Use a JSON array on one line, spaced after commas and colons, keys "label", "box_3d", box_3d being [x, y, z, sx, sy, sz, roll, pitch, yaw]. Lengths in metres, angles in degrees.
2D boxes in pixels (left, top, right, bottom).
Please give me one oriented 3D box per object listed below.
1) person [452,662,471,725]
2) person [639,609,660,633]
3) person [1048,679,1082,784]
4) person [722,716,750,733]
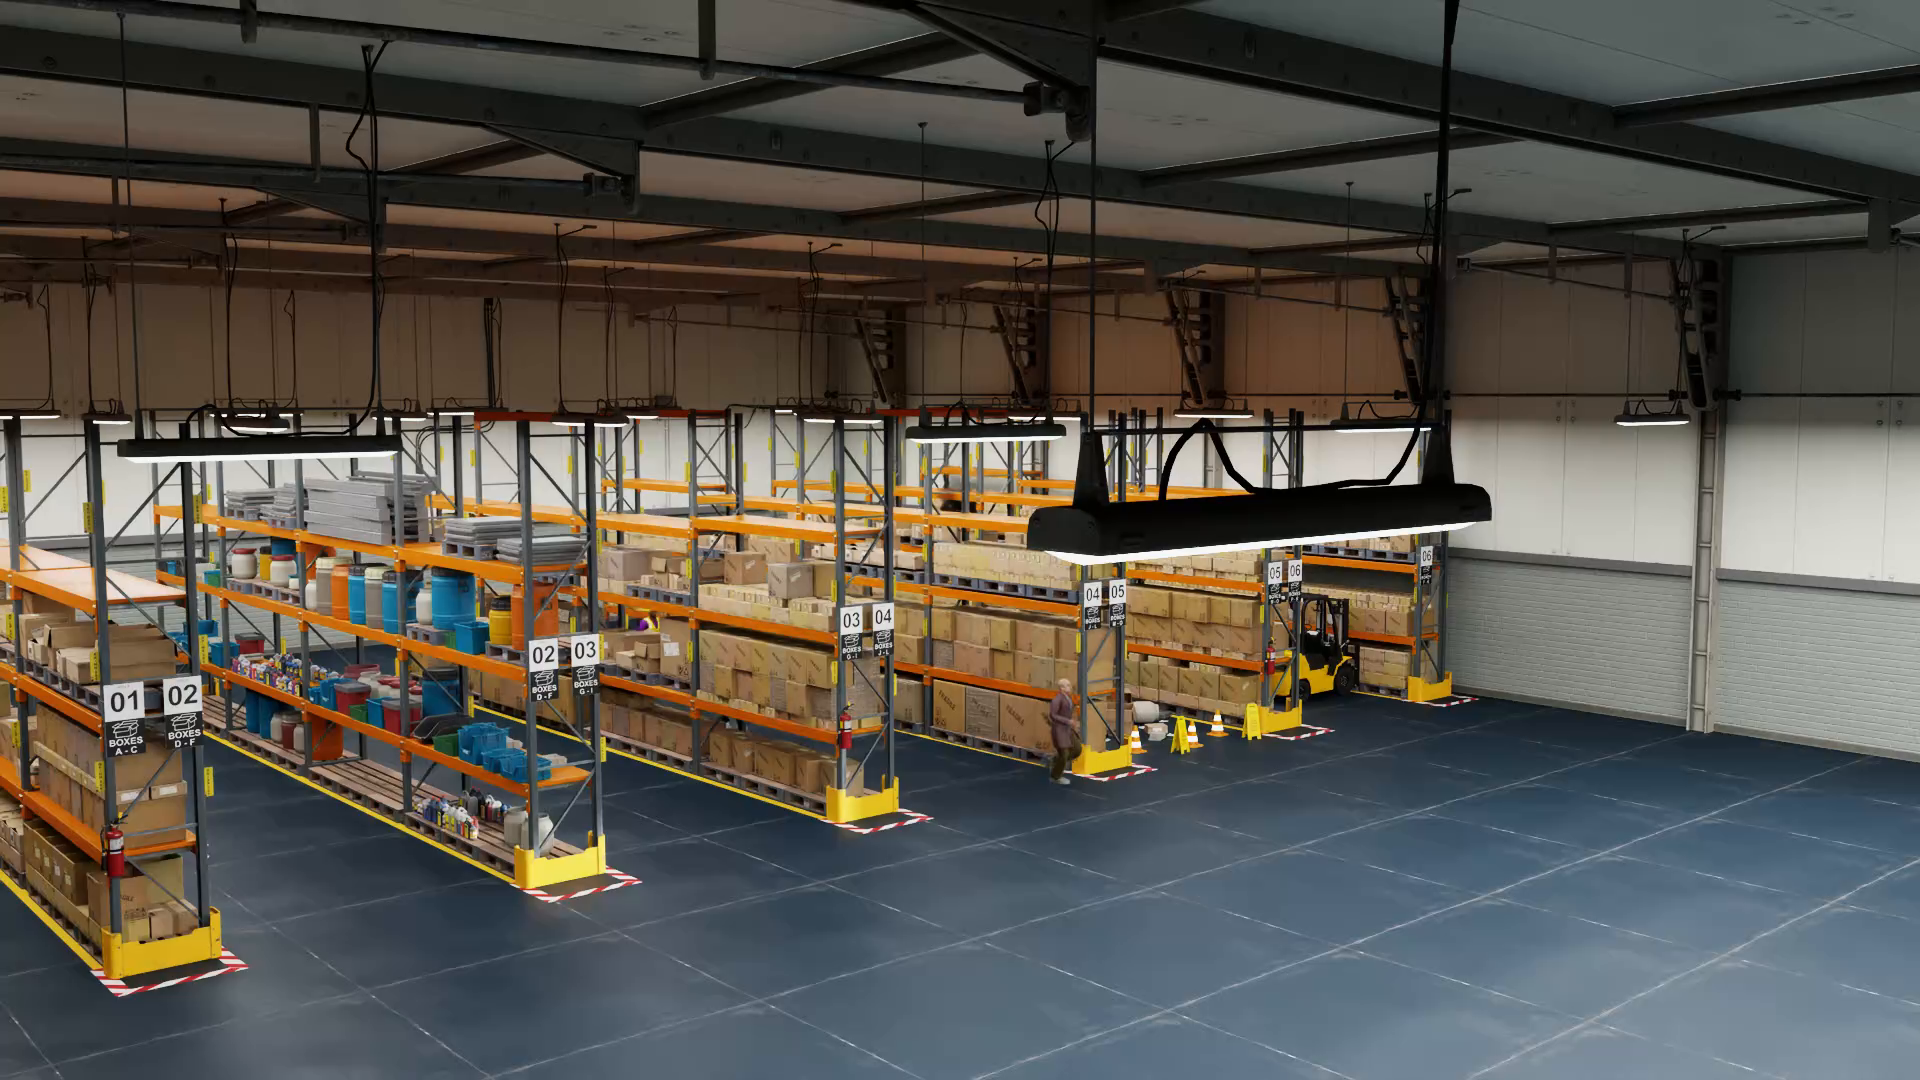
[{"label": "person", "box_3d": [-8.954, 2.890, 29.547, 0.857, 1.719, 0.562, 4, 7, 42]}, {"label": "person", "box_3d": [-6.685, 2.290, 35.899, 0.640, 1.796, 0.890, -4, 7, -40]}, {"label": "person", "box_3d": [1.700, 3.106, 26.970, 0.633, 1.737, 0.710, 3, 6, 27]}, {"label": "person", "box_3d": [-4.199, 2.801, 31.112, 0.687, 1.625, 0.518, 5, 7, 44]}]
